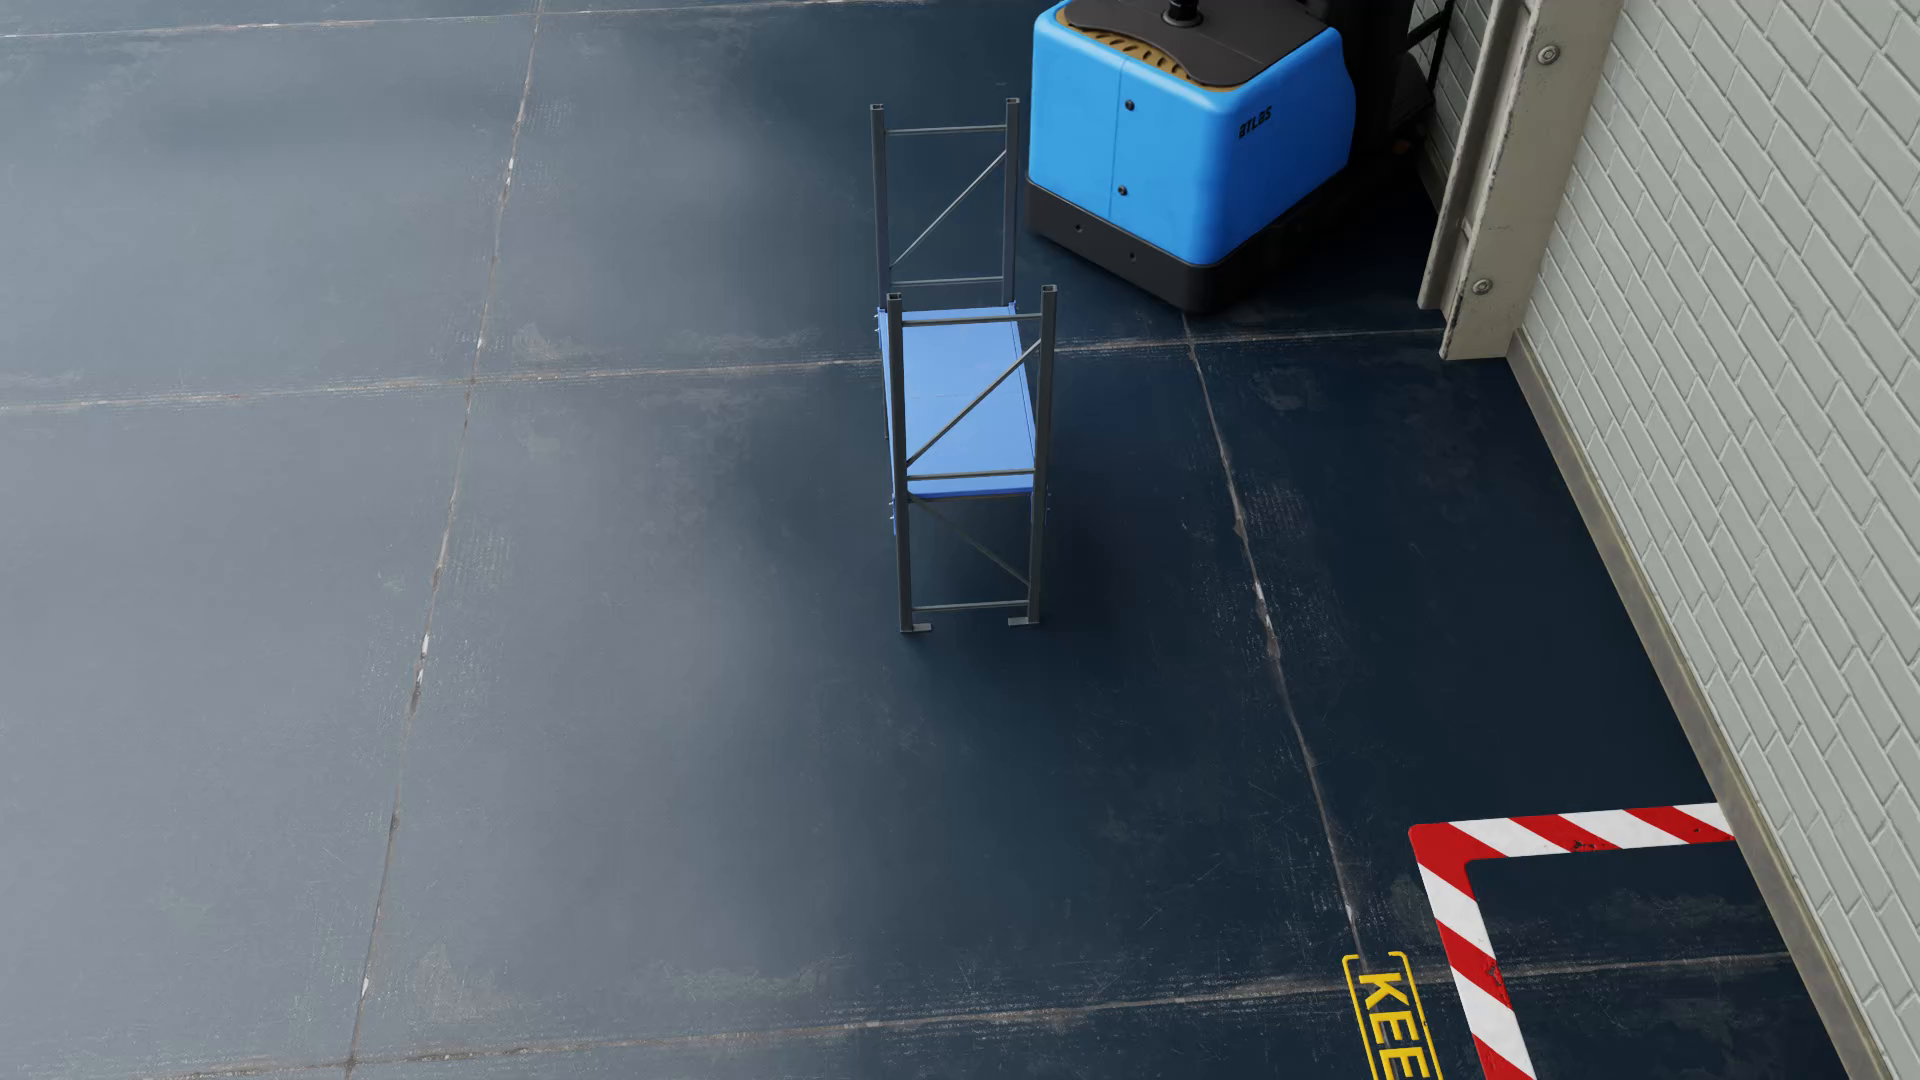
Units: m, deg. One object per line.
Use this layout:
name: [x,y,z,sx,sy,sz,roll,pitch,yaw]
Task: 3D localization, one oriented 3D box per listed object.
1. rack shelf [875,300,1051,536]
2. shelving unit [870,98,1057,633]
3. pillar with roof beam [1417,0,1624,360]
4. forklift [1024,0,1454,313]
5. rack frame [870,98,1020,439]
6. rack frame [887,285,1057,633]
rack shelf: [-0.007,-0.454,5.895,0.538,0.185,1.000,-3,47,-3]
shelving unit: [-0.007,-0.577,5.764,0.538,1.500,1.048,-3,47,-3]
pillar with roof beam: [-2.133,-3.739,3.593,9.100,9.000,0.400,-3,47,-3]
forklift: [1.654,-2.958,7.033,1.130,2.935,3.031,34,55,28]
rack frame: [-0.050,-0.945,6.112,0.500,1.500,0.032,-3,47,-3]
rack frame: [0.035,-0.210,5.416,0.500,1.500,0.032,-3,47,-3]
